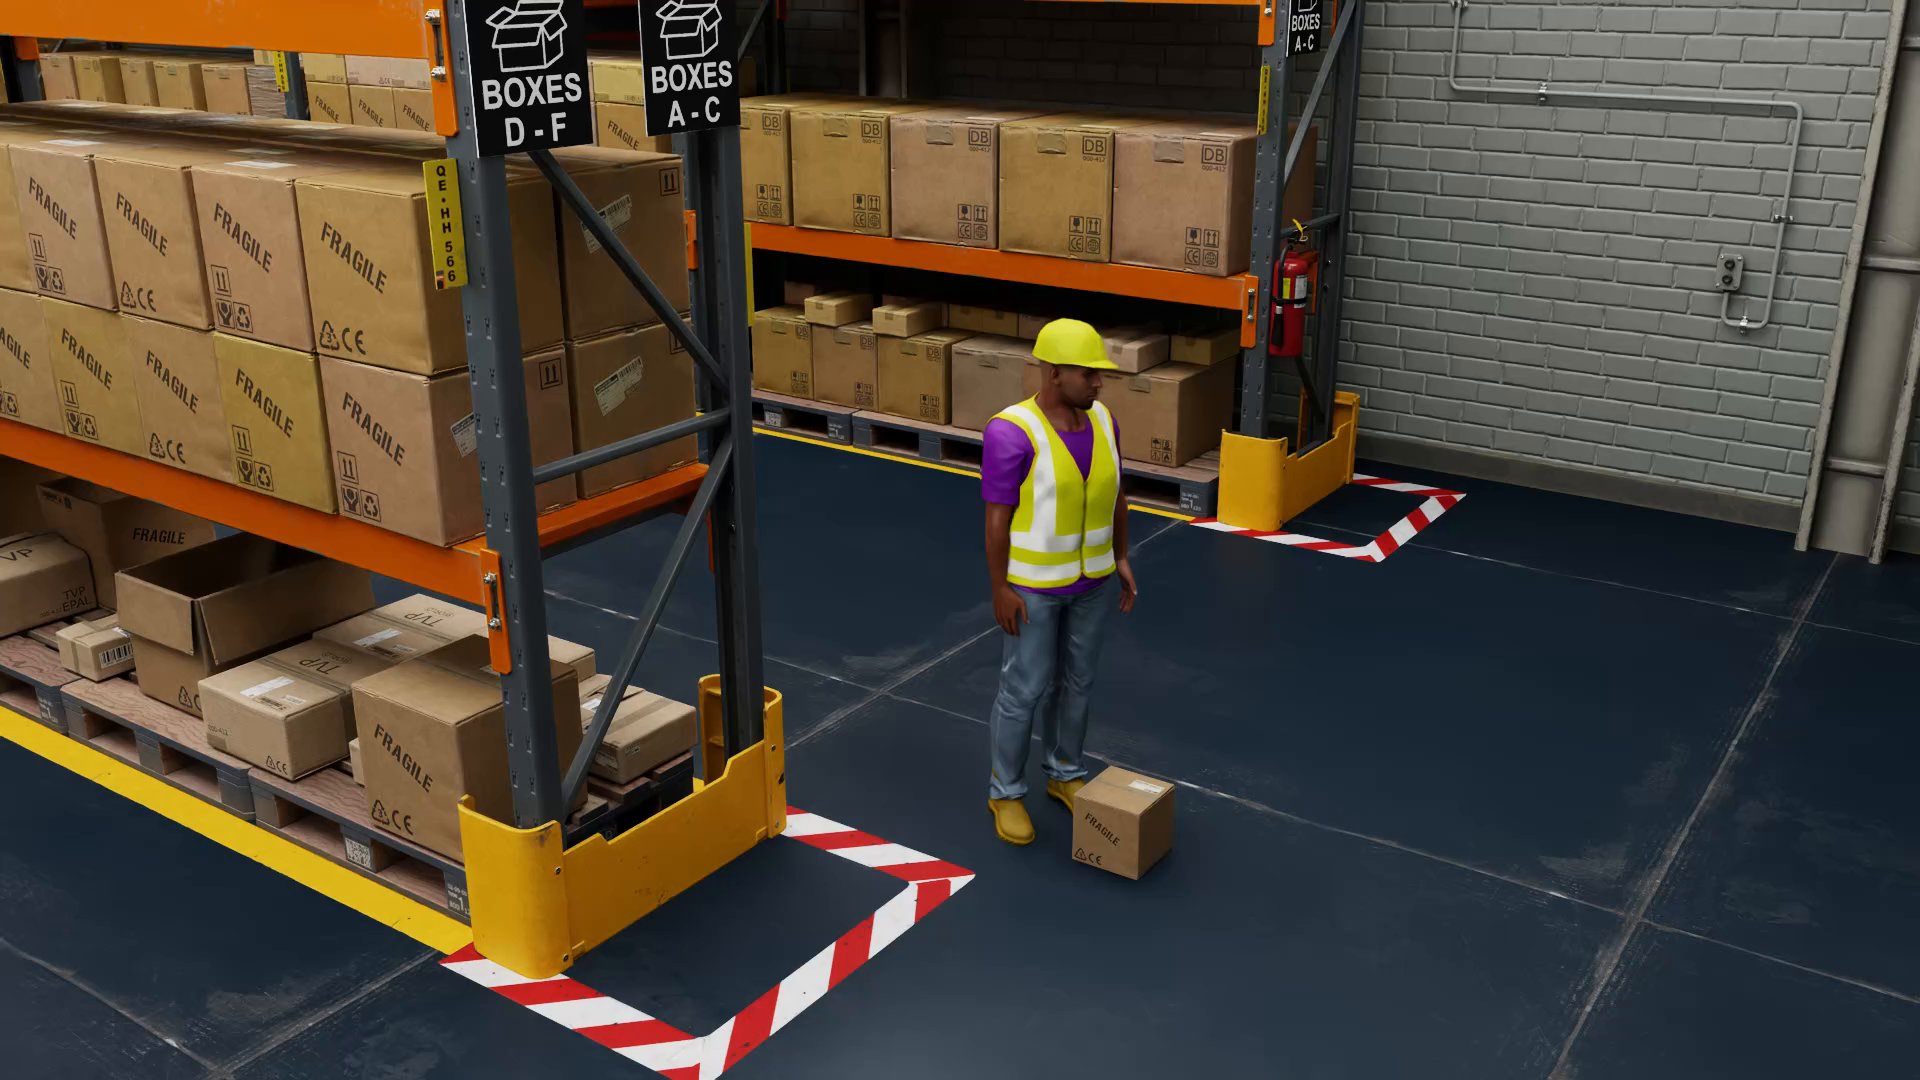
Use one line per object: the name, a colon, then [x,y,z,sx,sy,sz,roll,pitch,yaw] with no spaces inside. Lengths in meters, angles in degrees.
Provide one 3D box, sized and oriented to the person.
person: [0.346,0.130,5.673,0.587,1.783,0.365,-13,23,-32]
